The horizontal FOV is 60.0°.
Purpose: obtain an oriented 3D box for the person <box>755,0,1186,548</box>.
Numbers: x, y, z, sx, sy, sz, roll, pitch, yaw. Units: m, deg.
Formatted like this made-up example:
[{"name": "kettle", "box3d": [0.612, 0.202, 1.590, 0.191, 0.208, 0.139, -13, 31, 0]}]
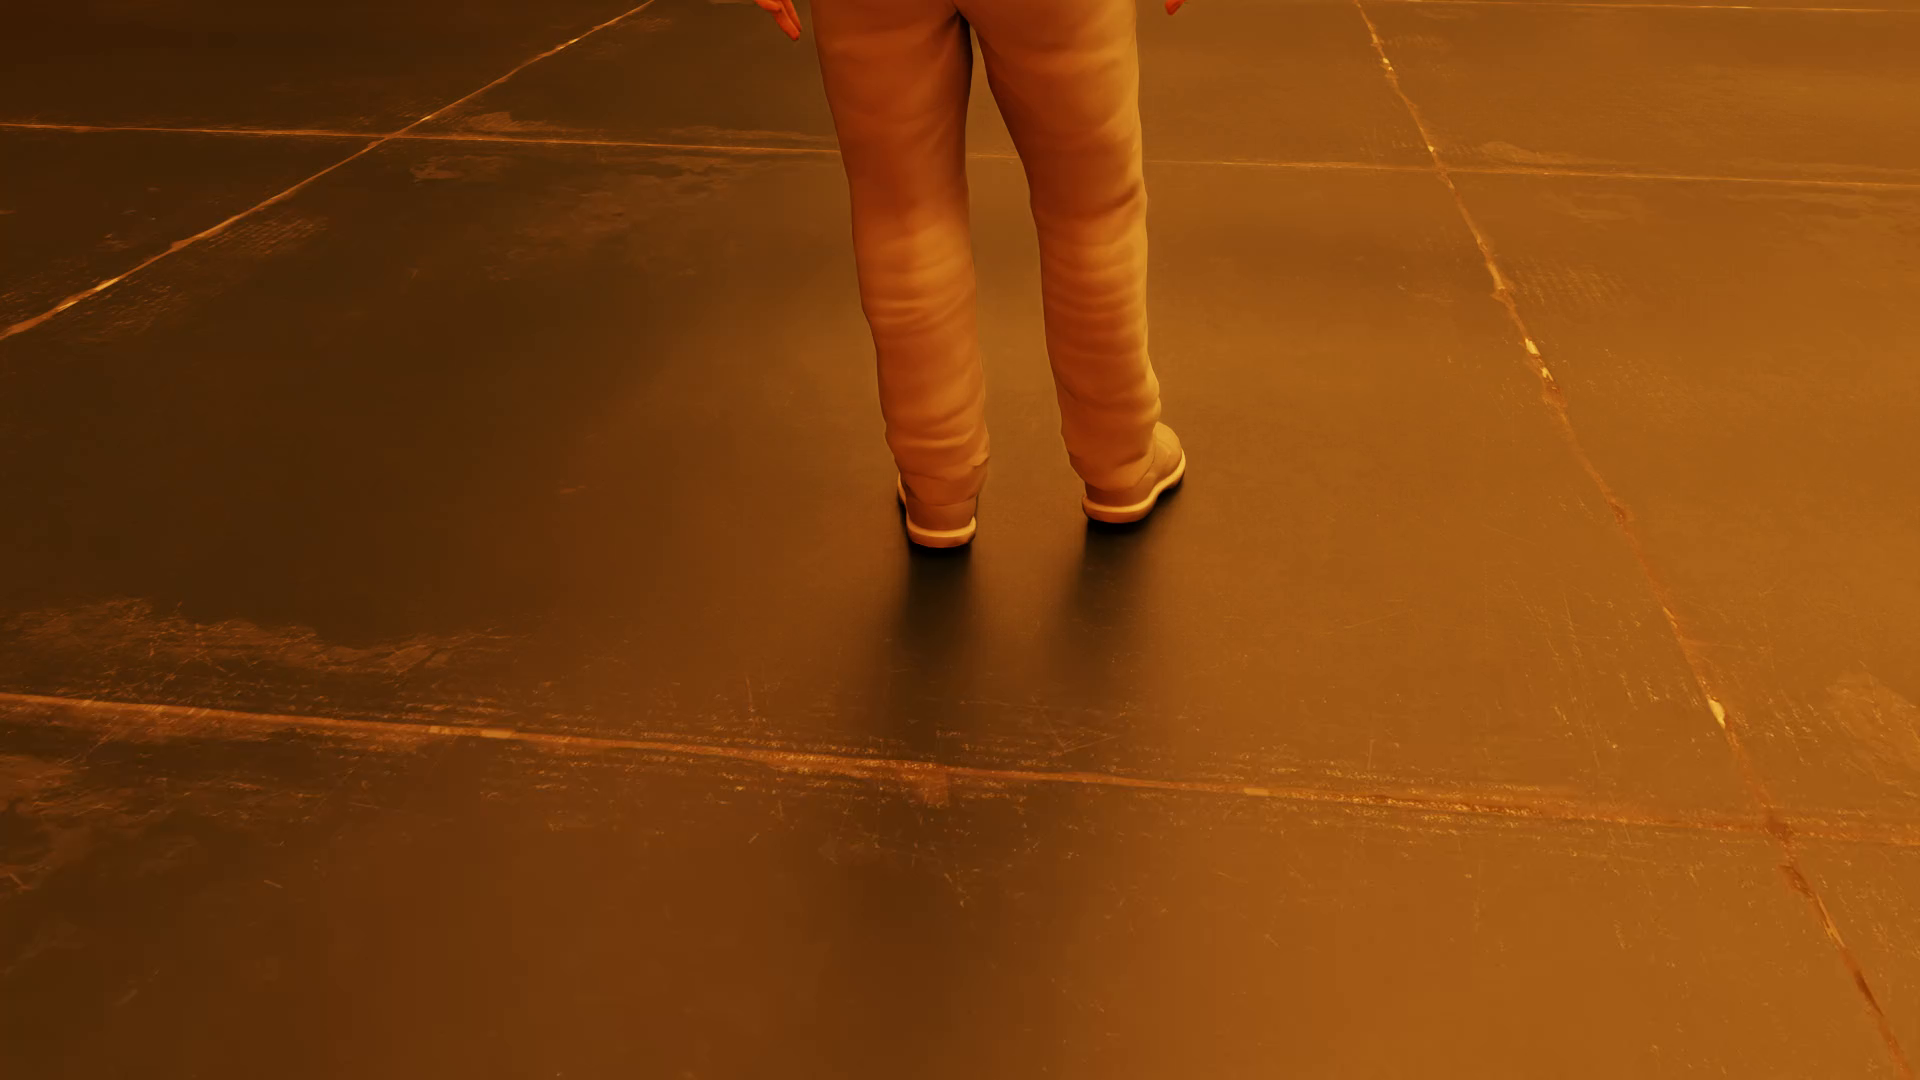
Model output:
[{"name": "person", "box3d": [0.022, -0.838, 2.167, 0.641, 1.780, 0.574, 3, 27, 7]}]
